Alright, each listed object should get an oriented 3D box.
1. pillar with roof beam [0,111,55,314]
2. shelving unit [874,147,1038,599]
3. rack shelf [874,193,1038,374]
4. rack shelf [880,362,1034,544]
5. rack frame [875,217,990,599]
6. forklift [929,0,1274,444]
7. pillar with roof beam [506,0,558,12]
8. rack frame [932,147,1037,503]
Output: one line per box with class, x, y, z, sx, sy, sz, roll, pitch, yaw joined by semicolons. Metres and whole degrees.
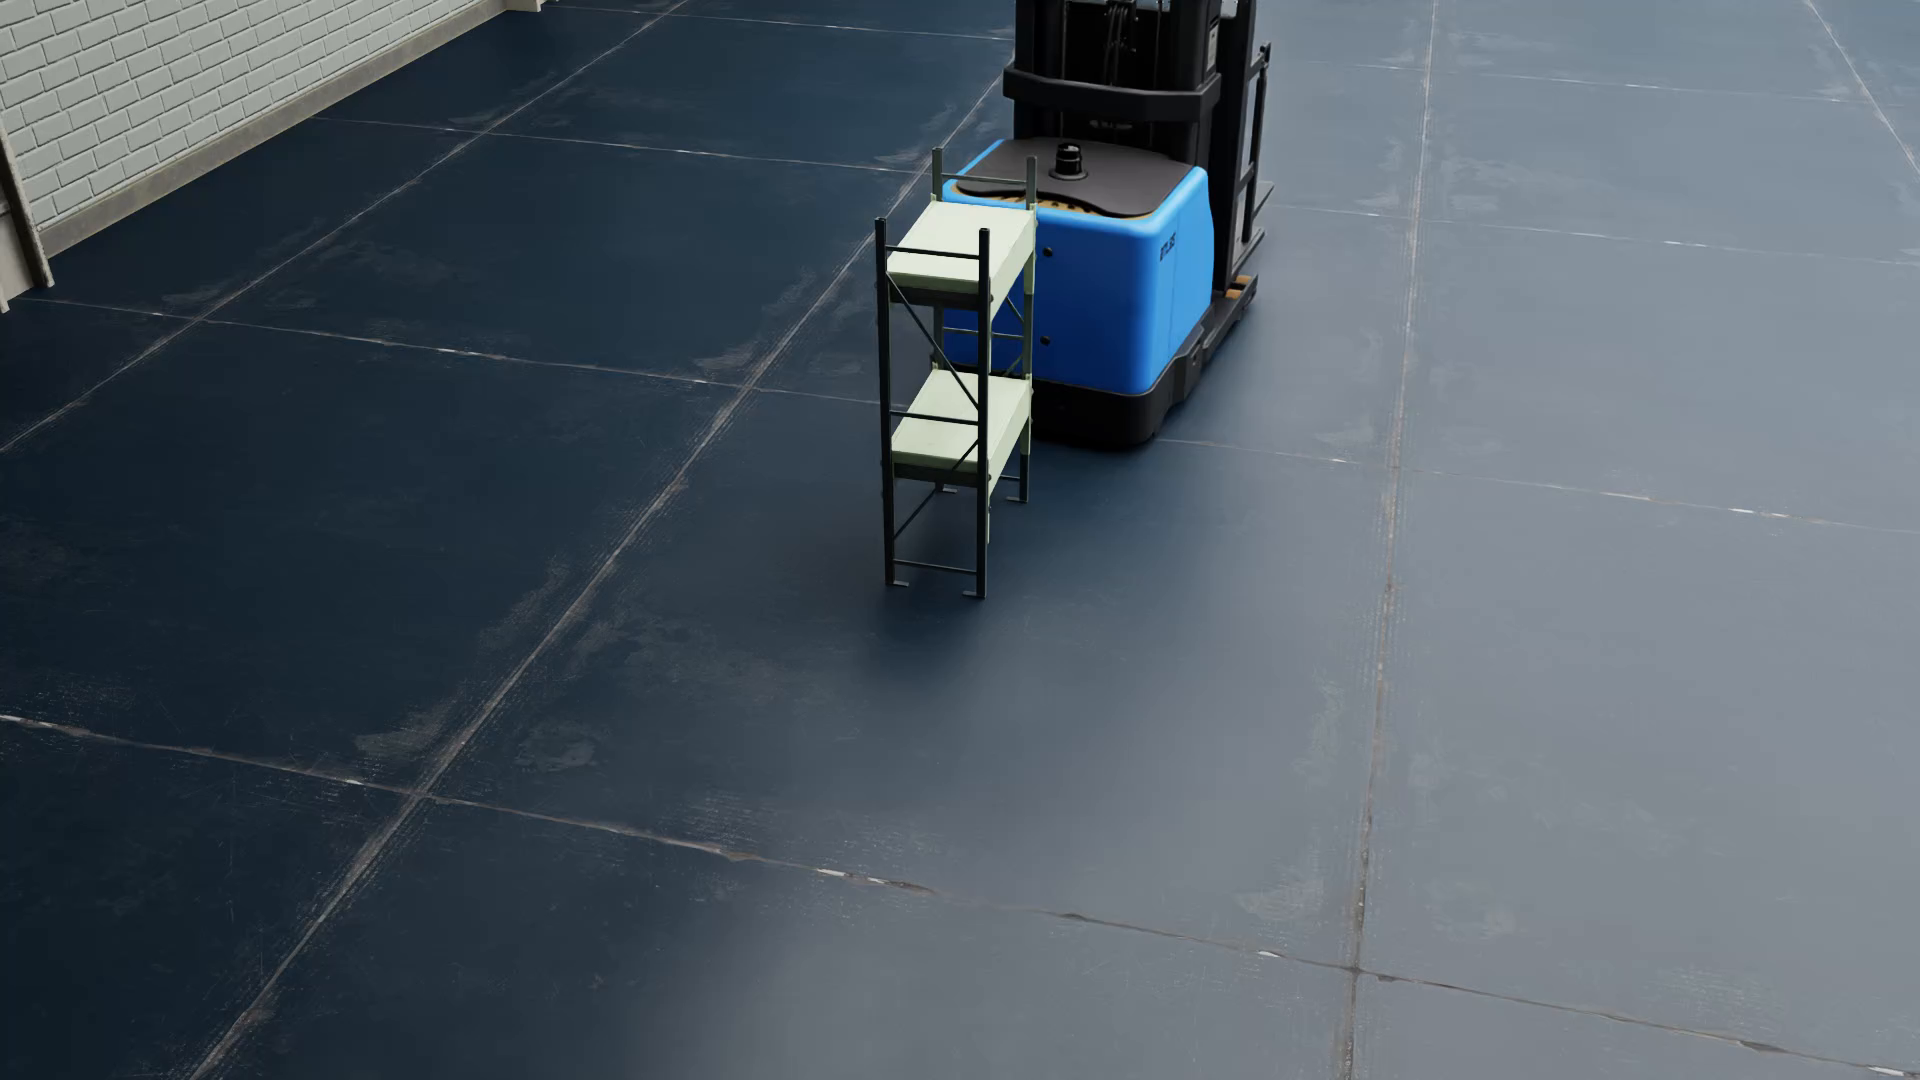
pillar with roof beam;-0.882;-4.505;5.448;9.100;9.000;0.400;8;33;12
shelving unit;-0.002;-0.629;6.342;0.431;1.500;0.755;8;33;12
rack shelf;-0.002;-0.959;6.133;0.431;0.370;0.720;8;33;12
rack shelf;-0.002;-0.354;6.517;0.431;0.370;0.720;8;33;12
rack frame;-0.095;-0.440;6.043;0.400;1.500;0.023;8;33;12
forklift;0.903;-2.433;7.845;1.130;2.935;3.031;13;35;19
pillar with roof beam;0.640;-7.618;10.346;9.100;9.000;0.400;8;33;12
rack frame;0.091;-0.819;6.641;0.400;1.500;0.023;8;33;12
